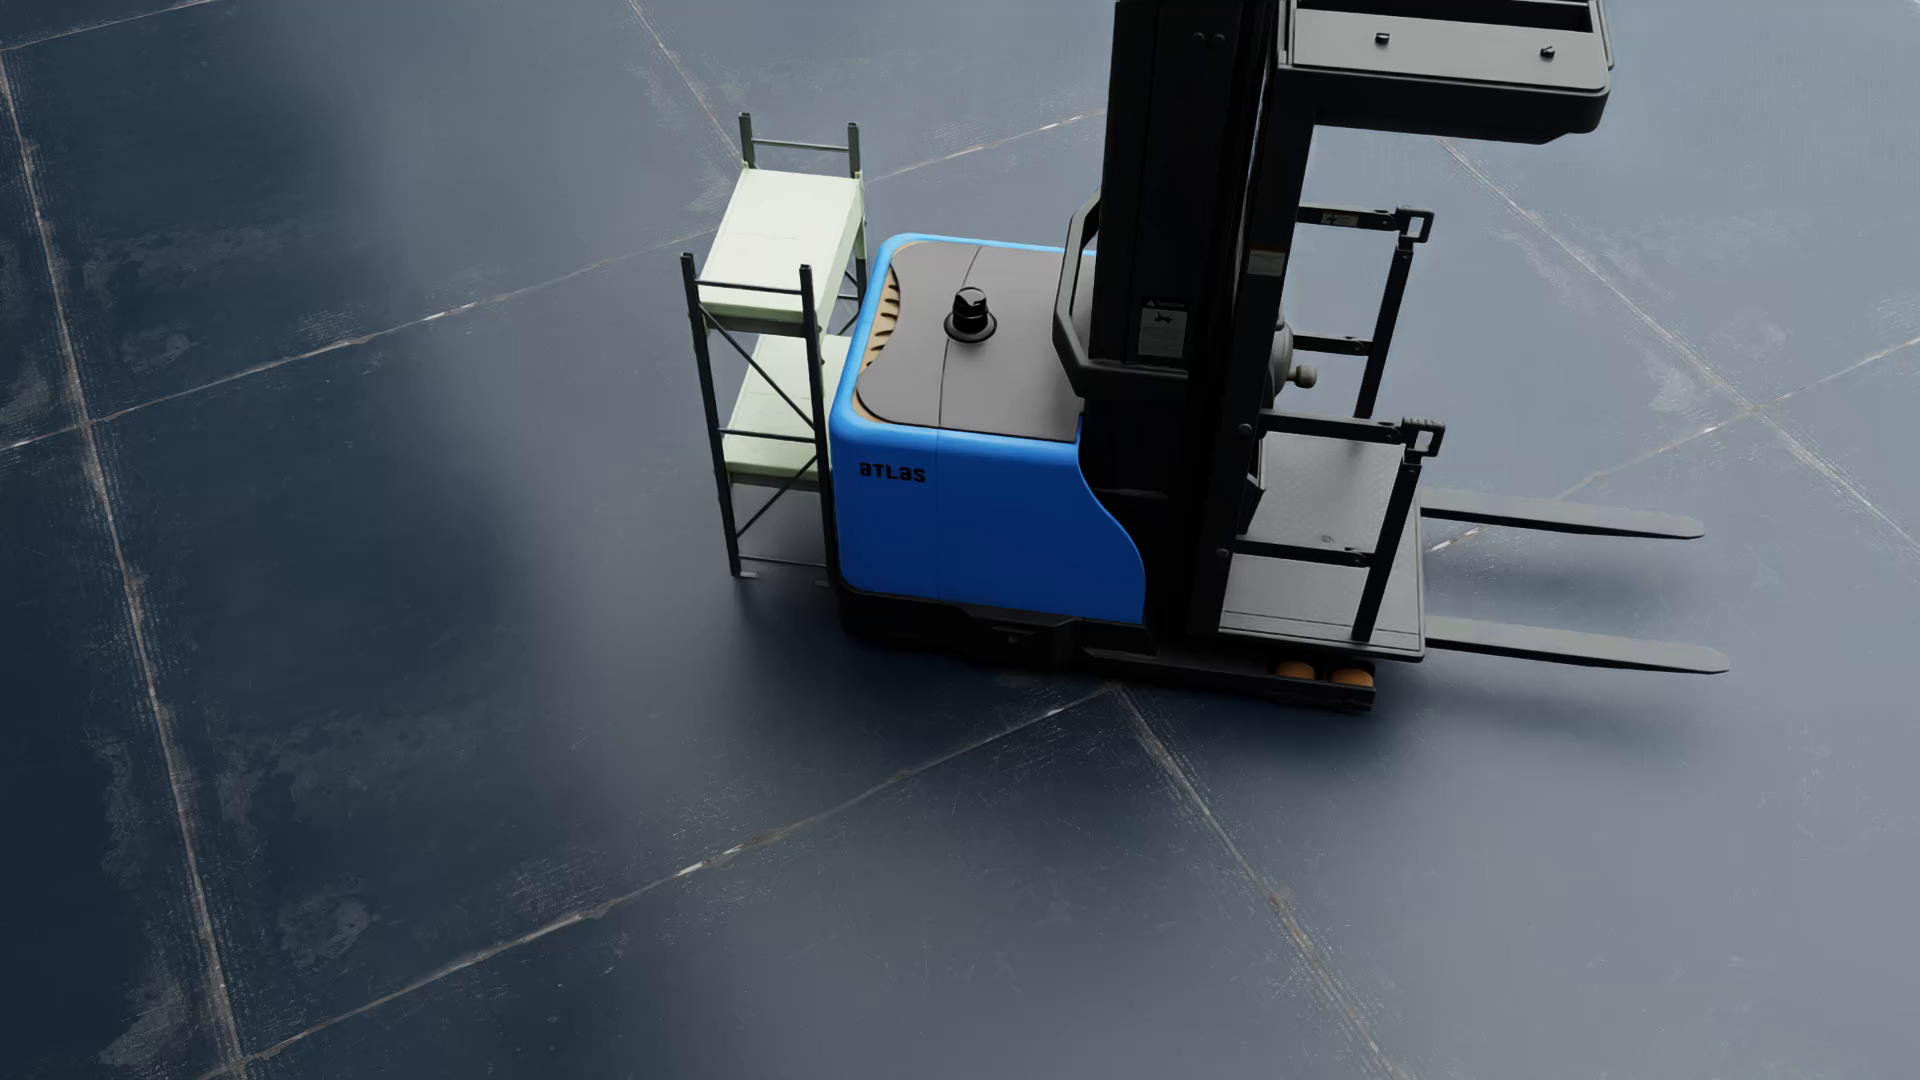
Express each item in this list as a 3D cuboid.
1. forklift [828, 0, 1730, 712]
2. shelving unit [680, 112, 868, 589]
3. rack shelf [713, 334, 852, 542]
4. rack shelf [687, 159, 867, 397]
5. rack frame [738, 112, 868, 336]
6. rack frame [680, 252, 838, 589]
[{"bbox_3d":[1.136,-0.804,5.006,3.031,2.935,1.130,7,49,6],"label":"forklift"},{"bbox_3d":[-0.587,-0.618,5.794,0.431,1.500,0.755,7,49,6],"label":"shelving unit"},{"bbox_3d":[-0.587,-0.403,6.039,0.431,0.370,0.720,7,49,6],"label":"rack shelf"},{"bbox_3d":[-0.587,-0.875,5.500,0.431,0.370,0.720,7,49,6],"label":"rack shelf"},{"bbox_3d":[-0.531,-0.890,6.032,0.400,1.500,0.023,7,49,6],"label":"rack frame"},{"bbox_3d":[-0.643,-0.345,5.556,0.400,1.500,0.023,7,49,6],"label":"rack frame"}]
